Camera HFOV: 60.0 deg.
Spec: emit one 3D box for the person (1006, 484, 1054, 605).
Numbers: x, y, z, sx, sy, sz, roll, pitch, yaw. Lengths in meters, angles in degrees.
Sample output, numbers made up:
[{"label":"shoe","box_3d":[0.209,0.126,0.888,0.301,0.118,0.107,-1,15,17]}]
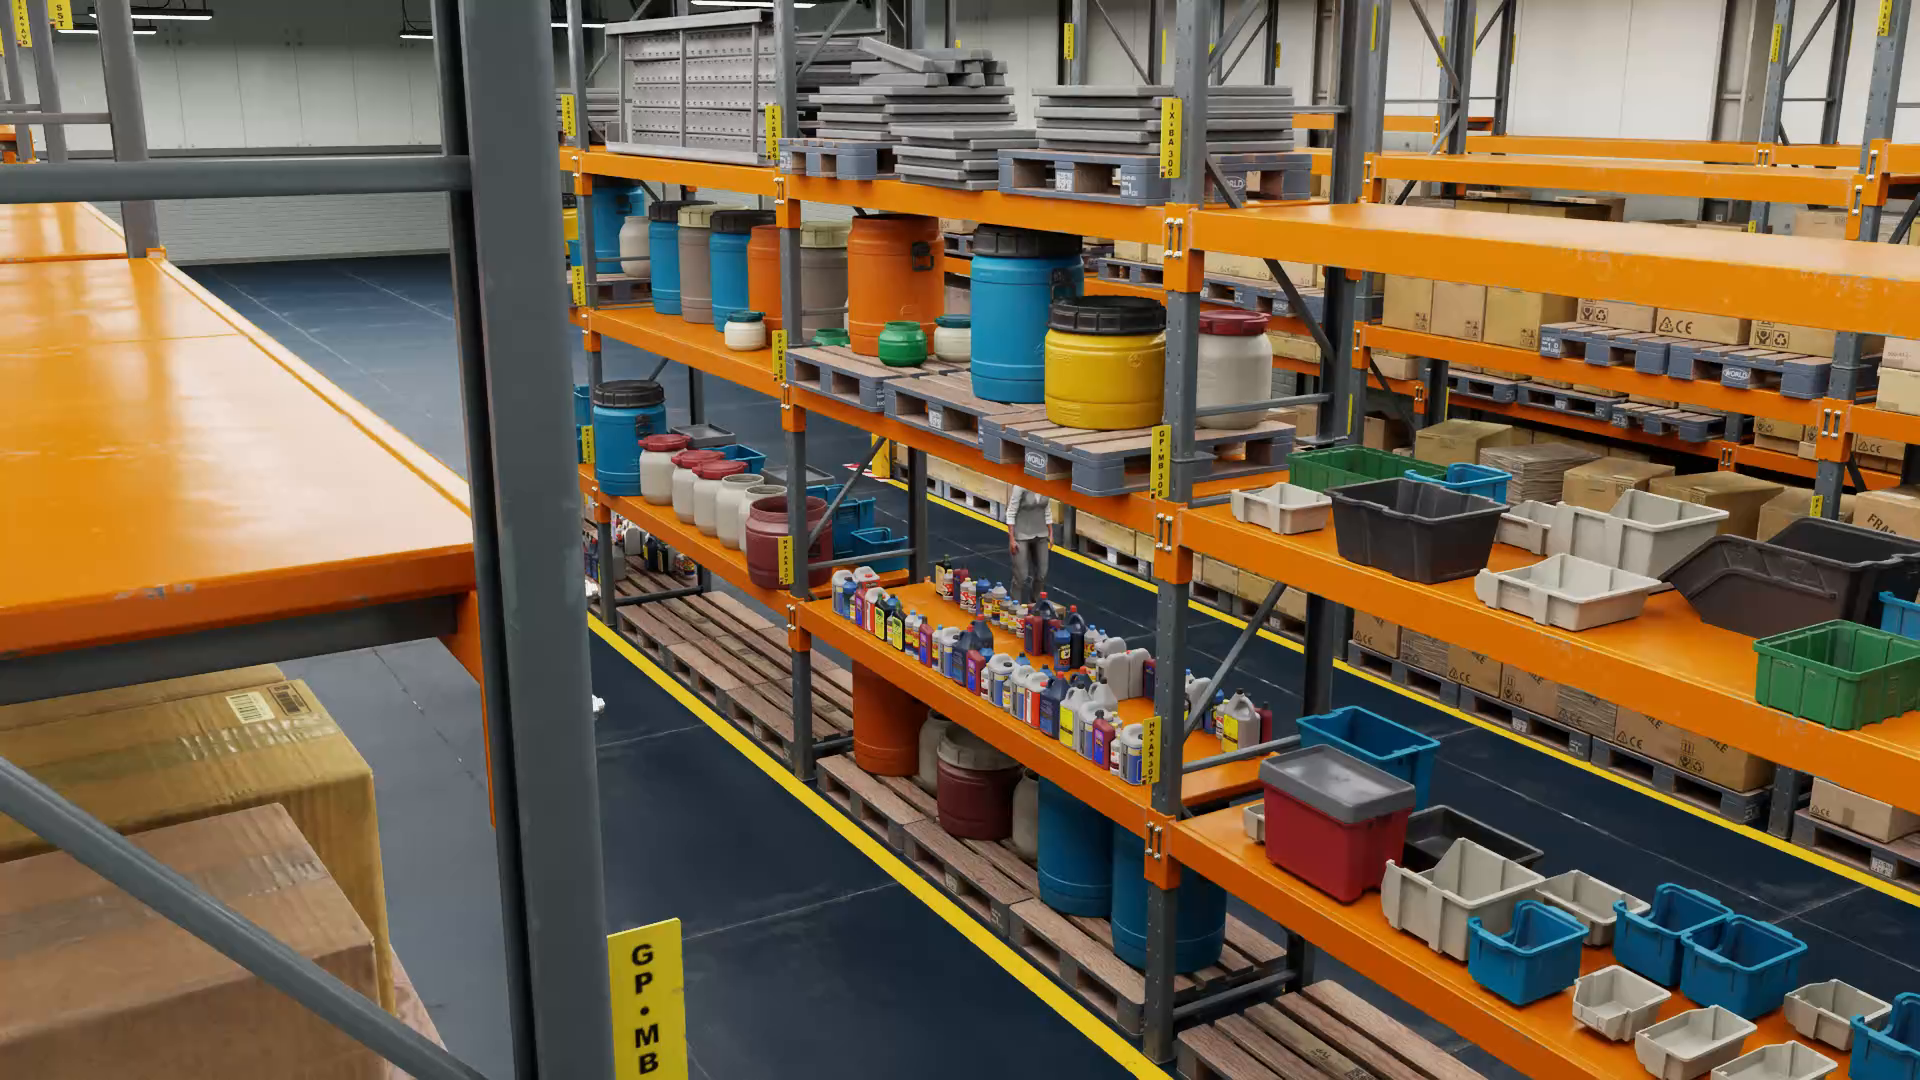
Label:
[{"label":"person","box_3d":[0.616,-0.003,14.551,0.460,1.592,0.345,-9,17,-30]}]
